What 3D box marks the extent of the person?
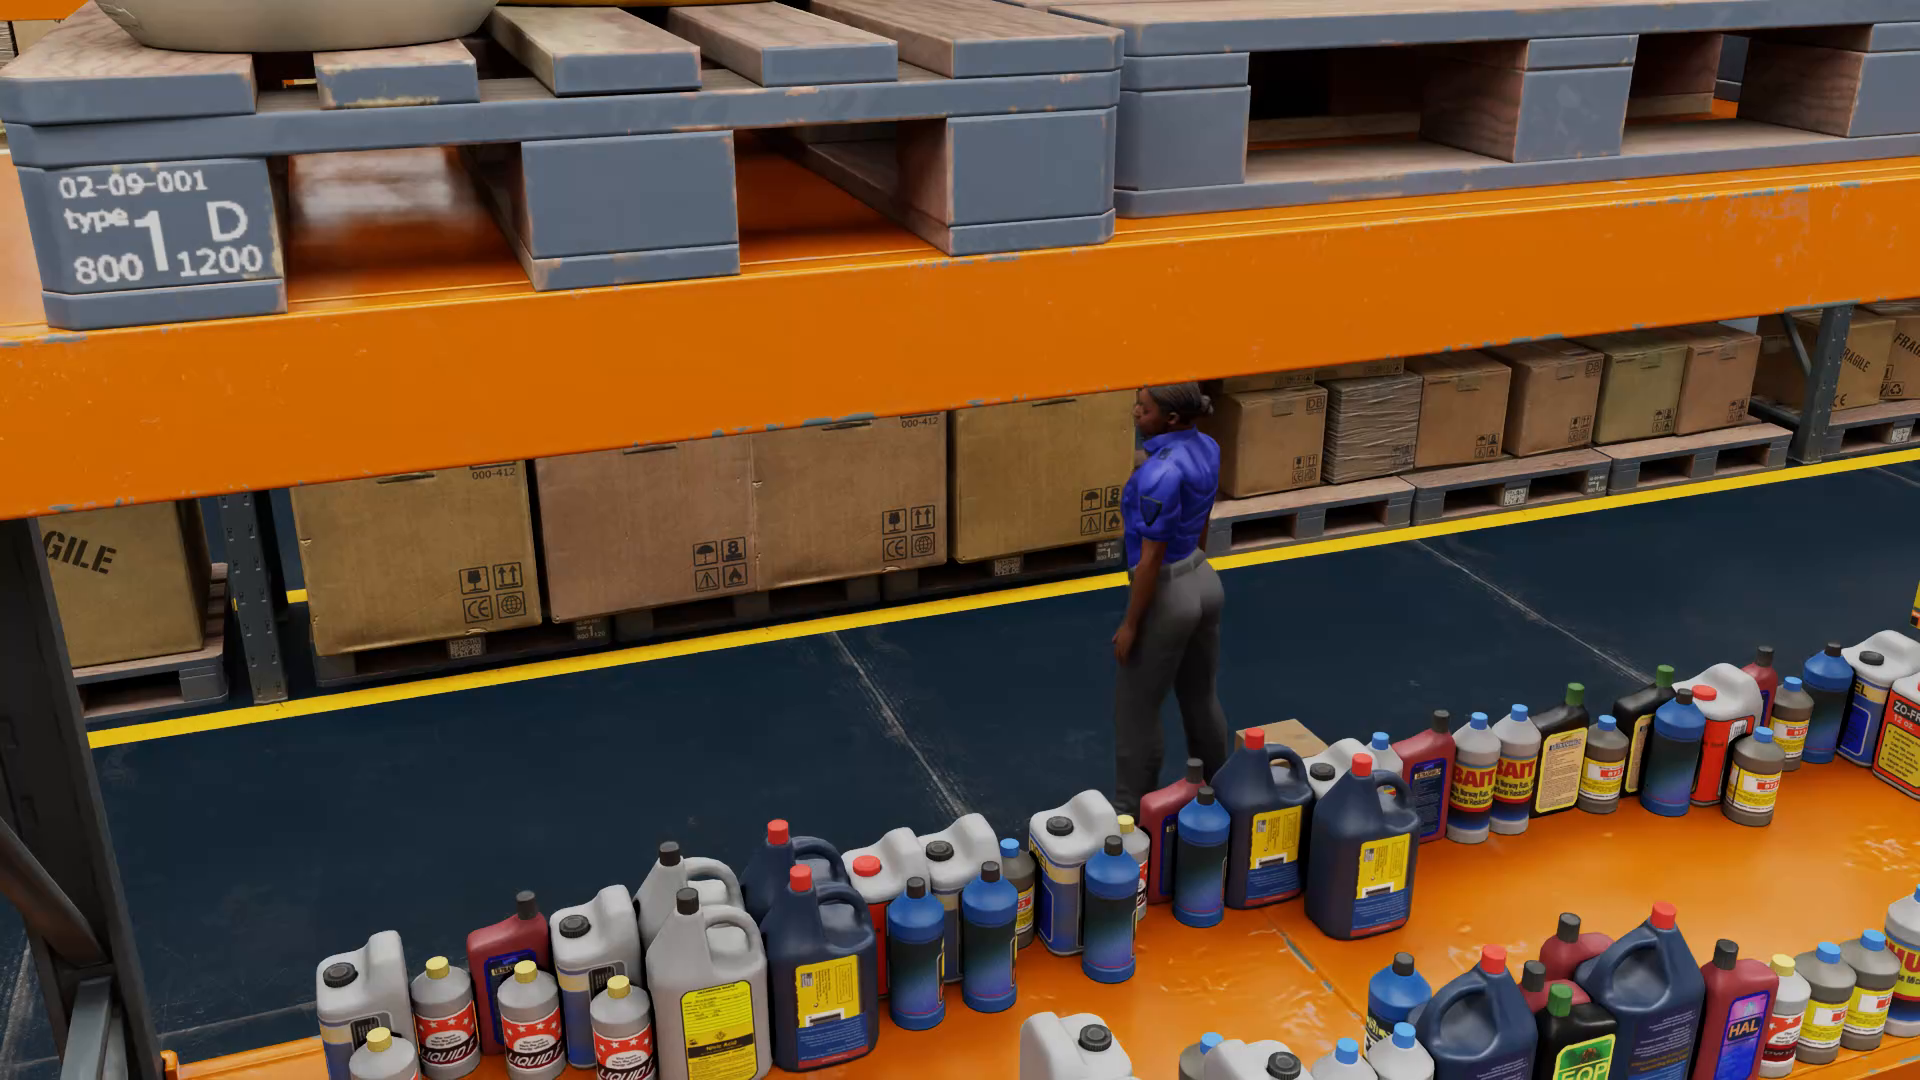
[{"bbox_3d":[0.679,0.213,5.535,0.466,1.654,0.526,15,27,31],"label":"person"}]
